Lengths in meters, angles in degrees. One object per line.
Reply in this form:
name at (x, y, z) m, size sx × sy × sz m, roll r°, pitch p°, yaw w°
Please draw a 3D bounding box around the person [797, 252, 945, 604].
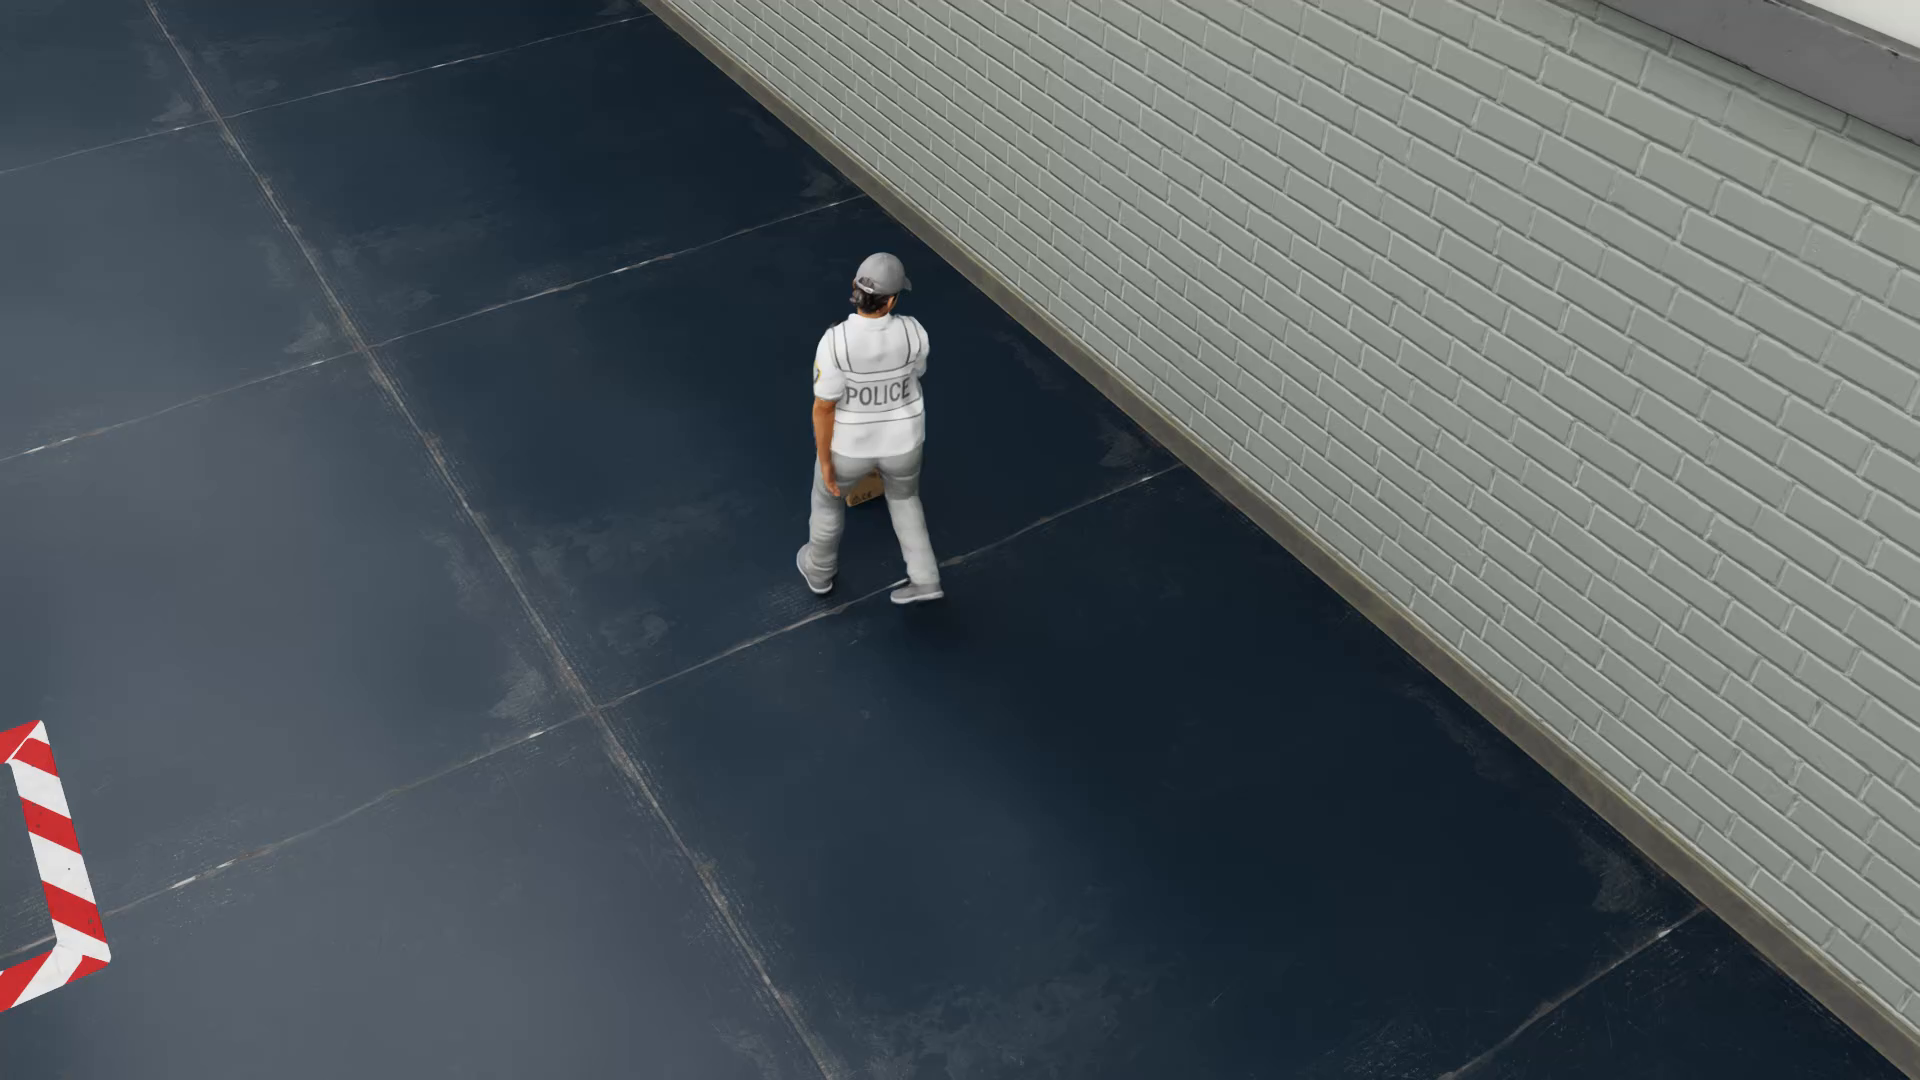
person at (-0.378, -0.383, 6.603) m, size 0.550 × 1.627 × 0.691 m, roll -10°, pitch 42°, yaw -12°
